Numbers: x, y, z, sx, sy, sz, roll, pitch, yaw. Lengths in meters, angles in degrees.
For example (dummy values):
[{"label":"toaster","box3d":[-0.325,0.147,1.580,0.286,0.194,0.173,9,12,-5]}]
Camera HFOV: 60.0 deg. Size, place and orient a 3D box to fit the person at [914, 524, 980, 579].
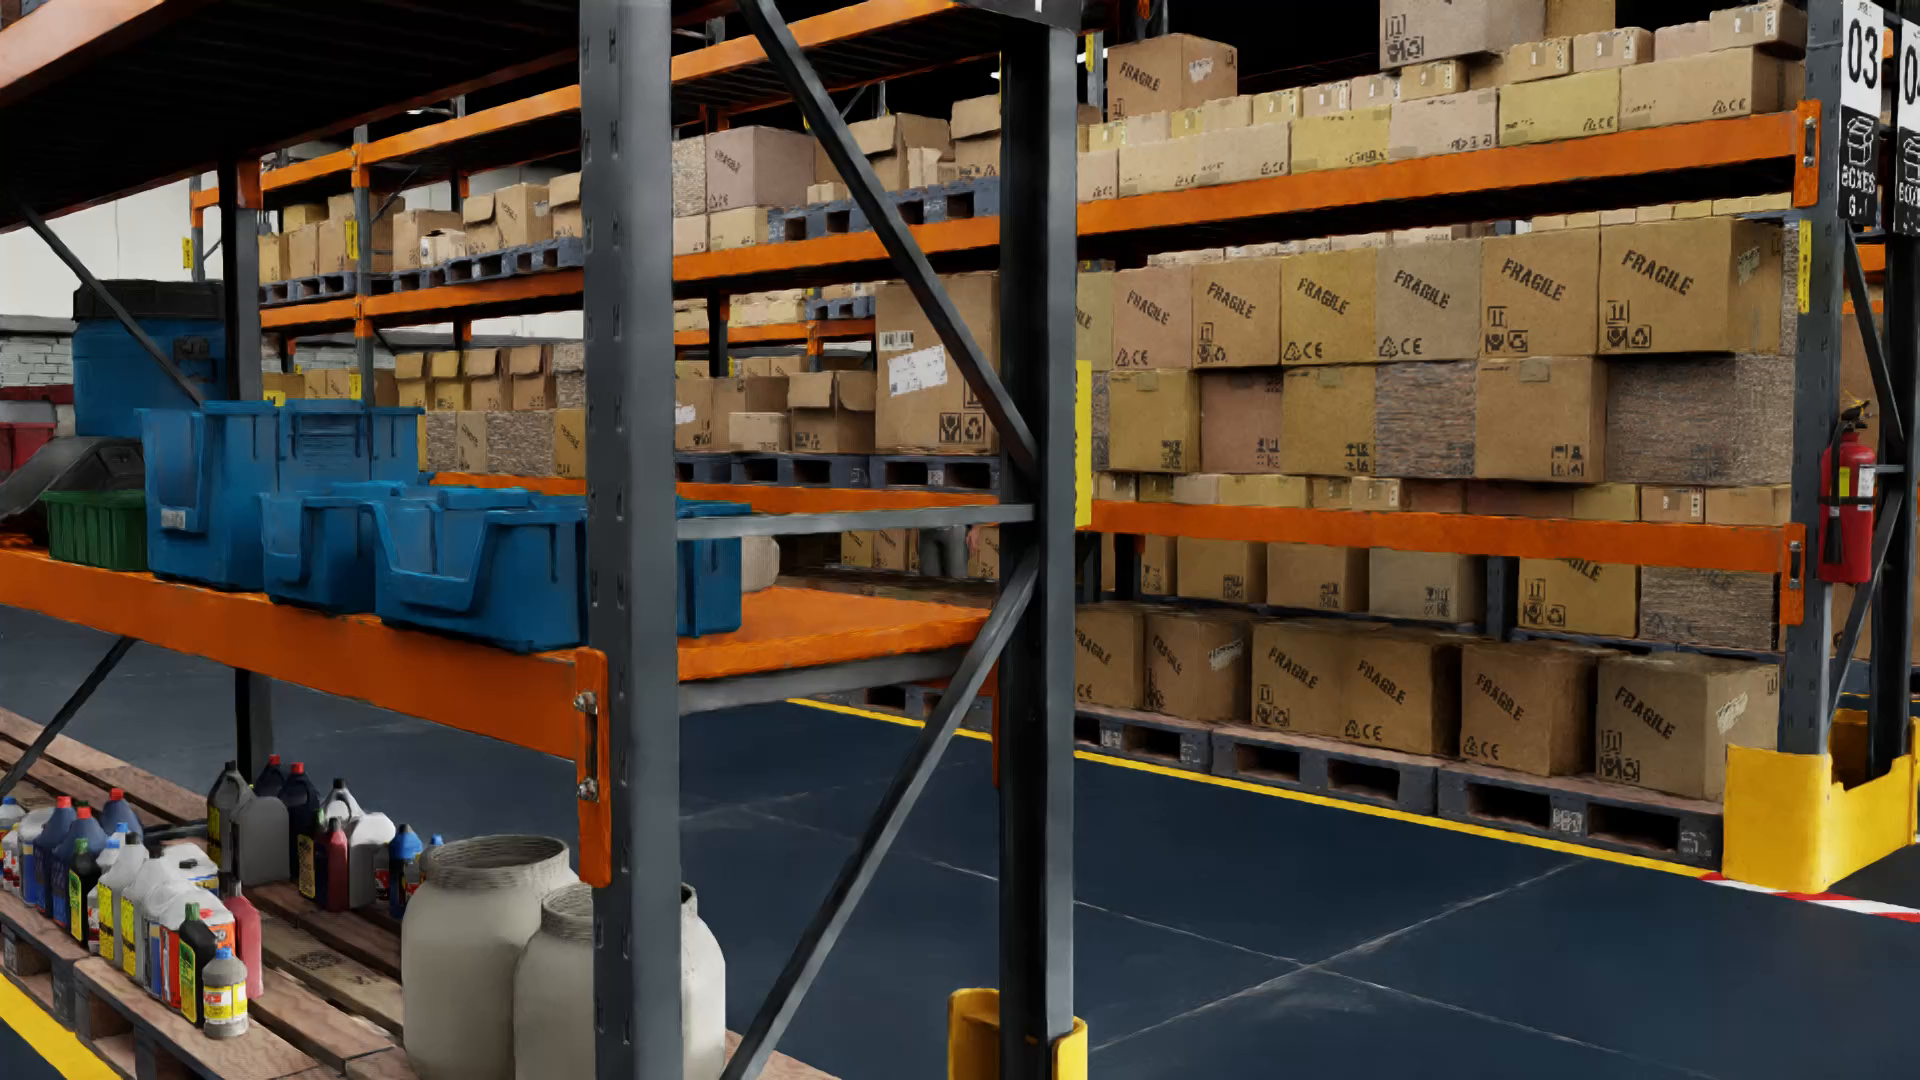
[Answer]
[{"label":"person","box3d":[-0.104,-0.075,12.593,0.580,1.765,0.441,2,4,26]}]
